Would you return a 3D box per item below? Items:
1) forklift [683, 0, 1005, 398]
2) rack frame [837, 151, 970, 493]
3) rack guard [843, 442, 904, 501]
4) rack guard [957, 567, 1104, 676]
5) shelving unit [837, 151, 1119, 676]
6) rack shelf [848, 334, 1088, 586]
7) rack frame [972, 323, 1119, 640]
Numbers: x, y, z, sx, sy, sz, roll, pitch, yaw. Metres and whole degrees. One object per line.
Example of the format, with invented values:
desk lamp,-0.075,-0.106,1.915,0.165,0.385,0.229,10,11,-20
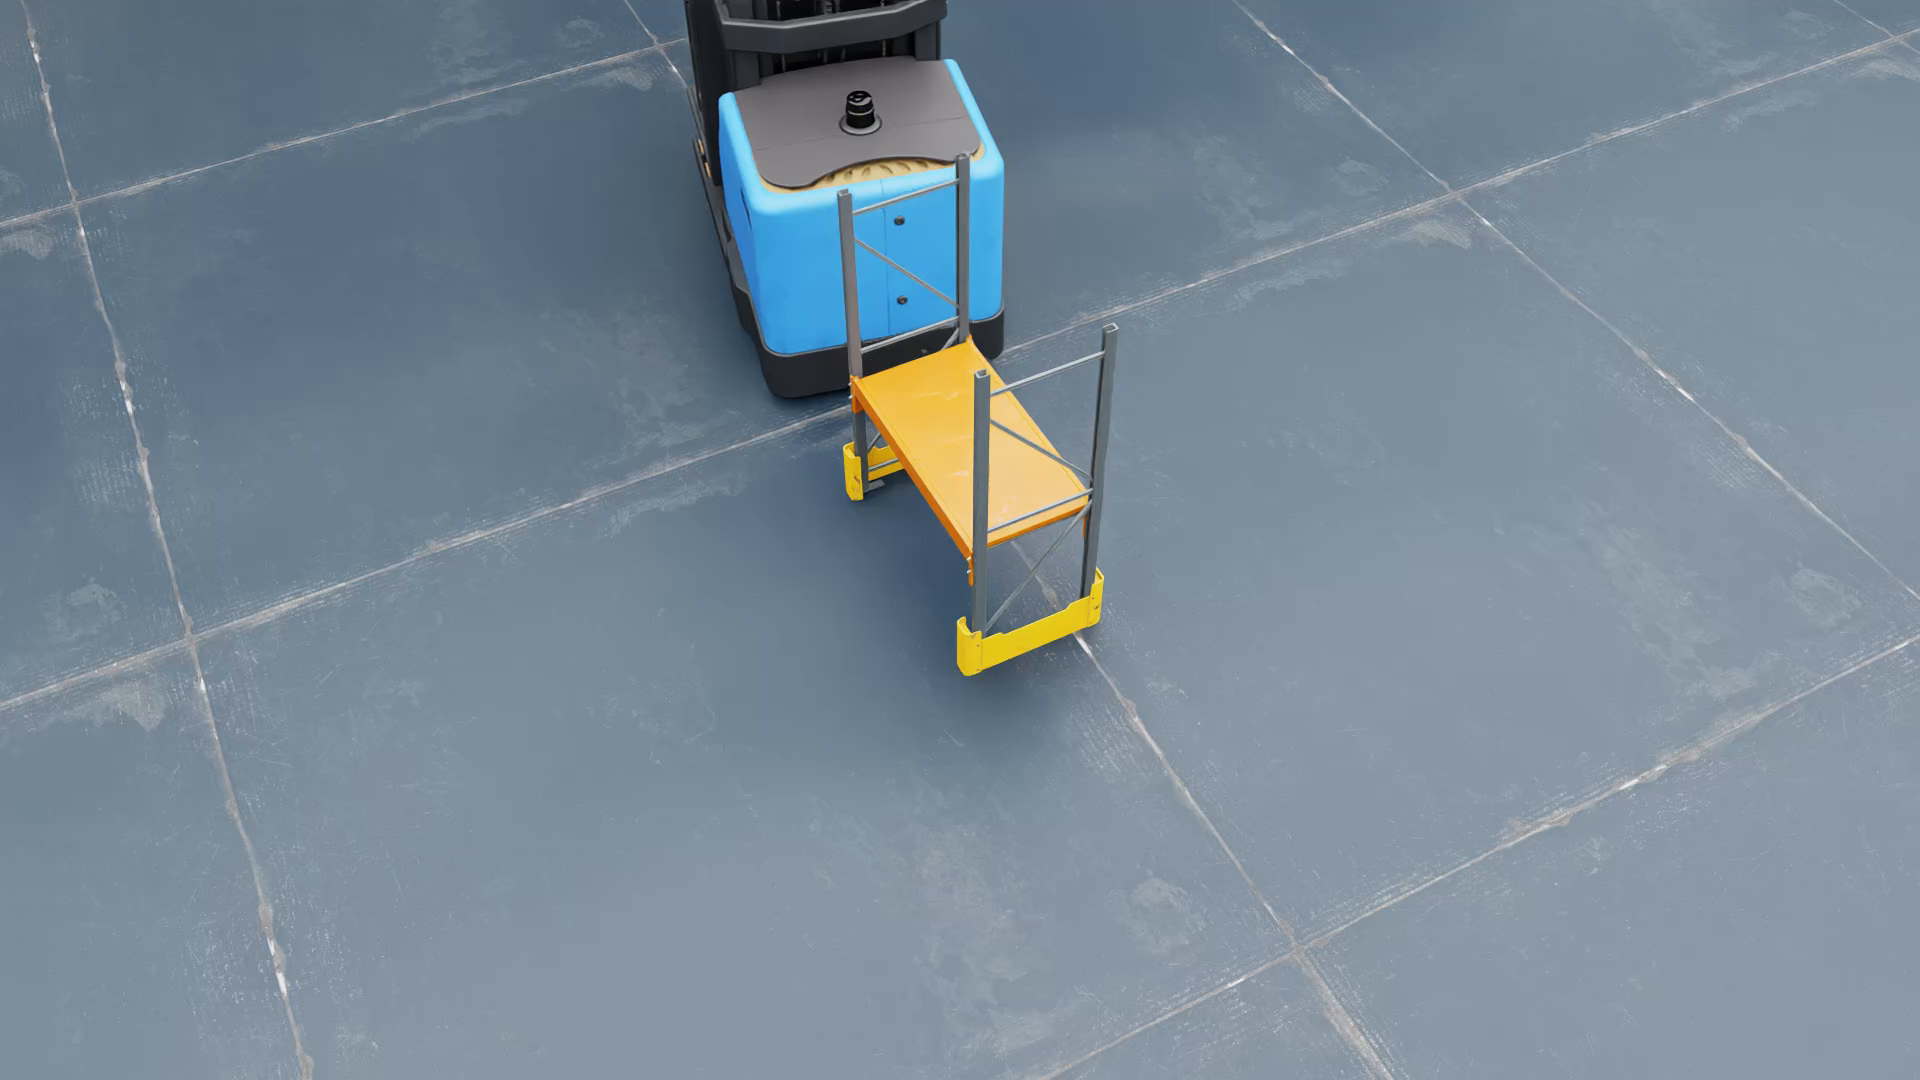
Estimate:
forklift,-0.688,-2.707,7.063,1.130,2.935,3.031,-12,50,-10
rack frame,-0.194,-0.777,6.326,0.500,1.500,0.032,-21,52,-18
rack guard,-0.193,-0.365,6.795,0.587,0.250,0.087,-21,52,-18
rack guard,0.263,0.302,6.212,0.587,0.250,0.087,-21,52,-18
shelving unit,0.035,-0.443,6.033,0.587,1.500,1.083,-21,52,-18
rack shelf,0.039,-0.318,6.164,0.538,0.185,1.000,-21,52,-18
rack frame,0.272,-0.096,5.731,0.500,1.500,0.032,-21,52,-18
